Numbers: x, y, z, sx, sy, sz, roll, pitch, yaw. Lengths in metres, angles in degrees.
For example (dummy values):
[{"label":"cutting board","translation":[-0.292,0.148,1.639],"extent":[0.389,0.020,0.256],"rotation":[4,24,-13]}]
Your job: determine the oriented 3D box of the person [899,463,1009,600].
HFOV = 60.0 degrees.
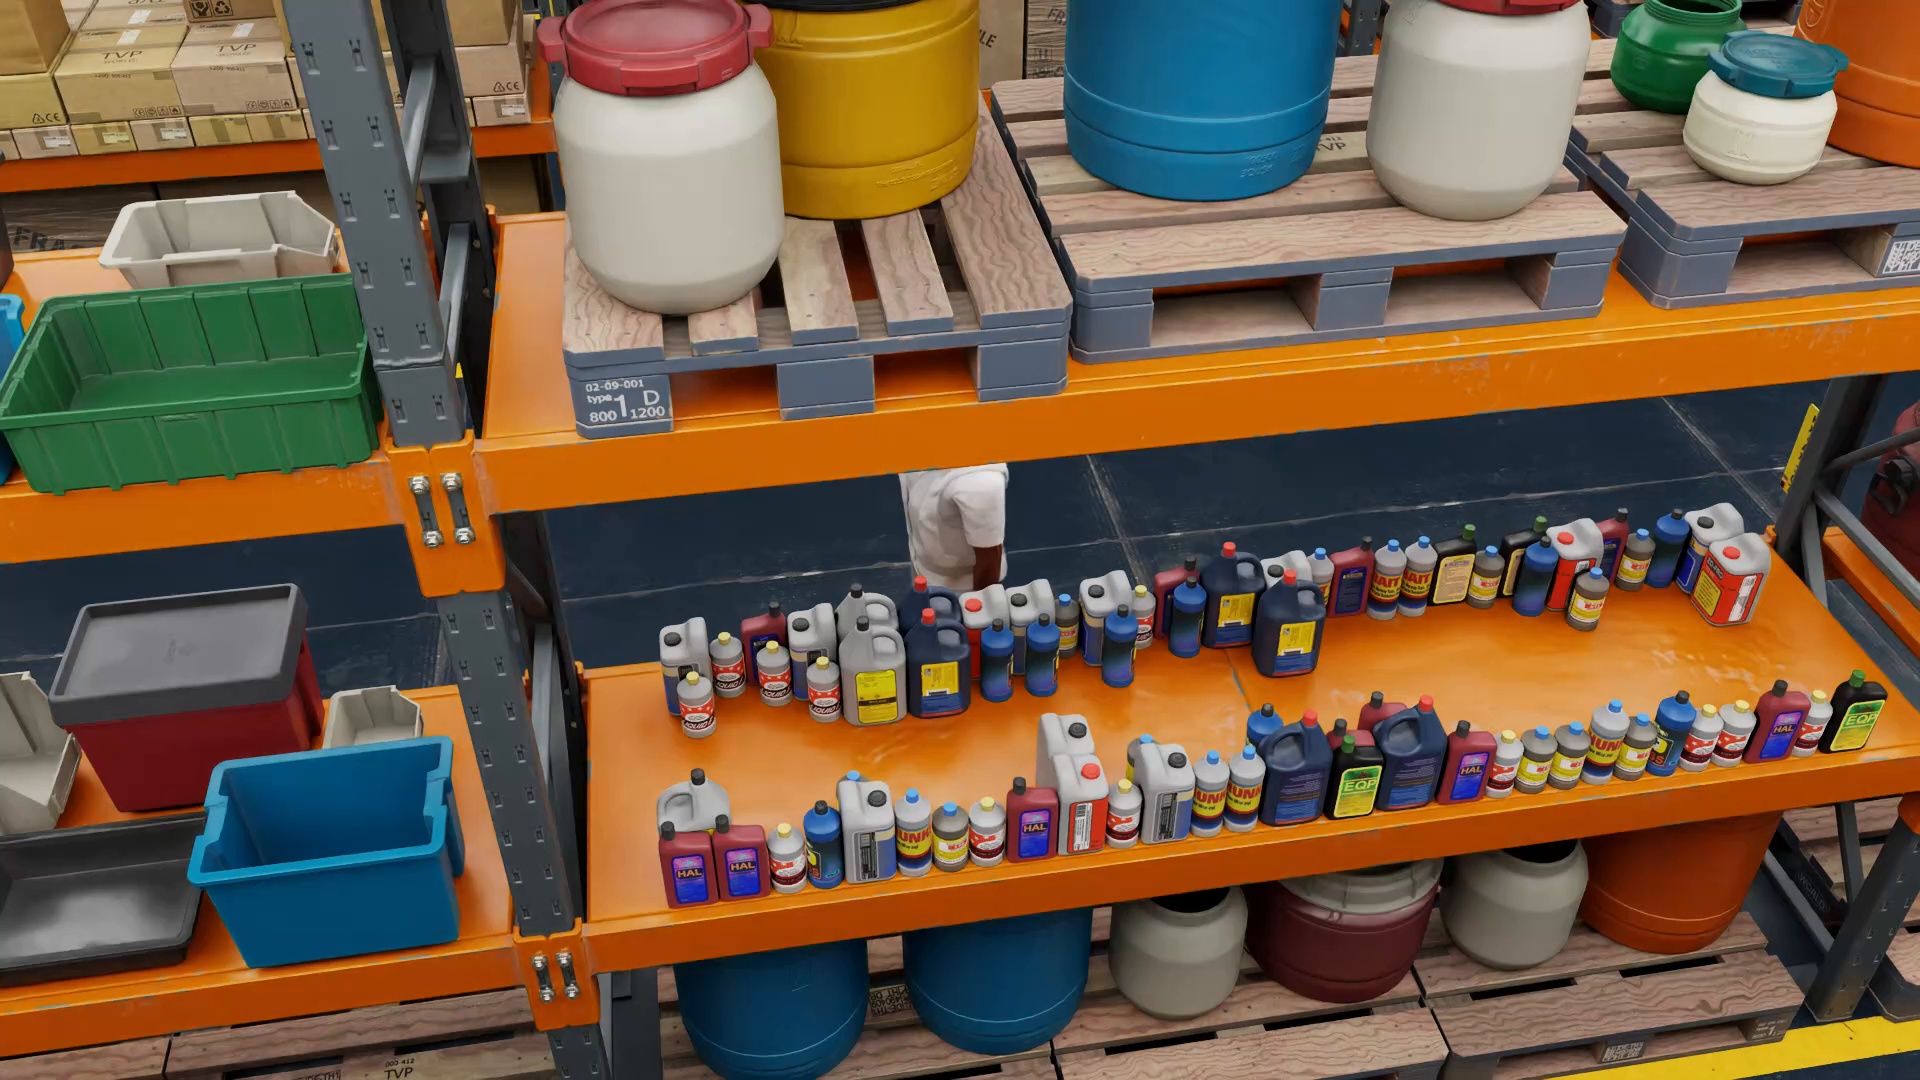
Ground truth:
[{"label":"person","translation":[-0.050,0.108,5.972],"extent":[0.408,1.753,0.610],"rotation":[-13,40,-15]}]
